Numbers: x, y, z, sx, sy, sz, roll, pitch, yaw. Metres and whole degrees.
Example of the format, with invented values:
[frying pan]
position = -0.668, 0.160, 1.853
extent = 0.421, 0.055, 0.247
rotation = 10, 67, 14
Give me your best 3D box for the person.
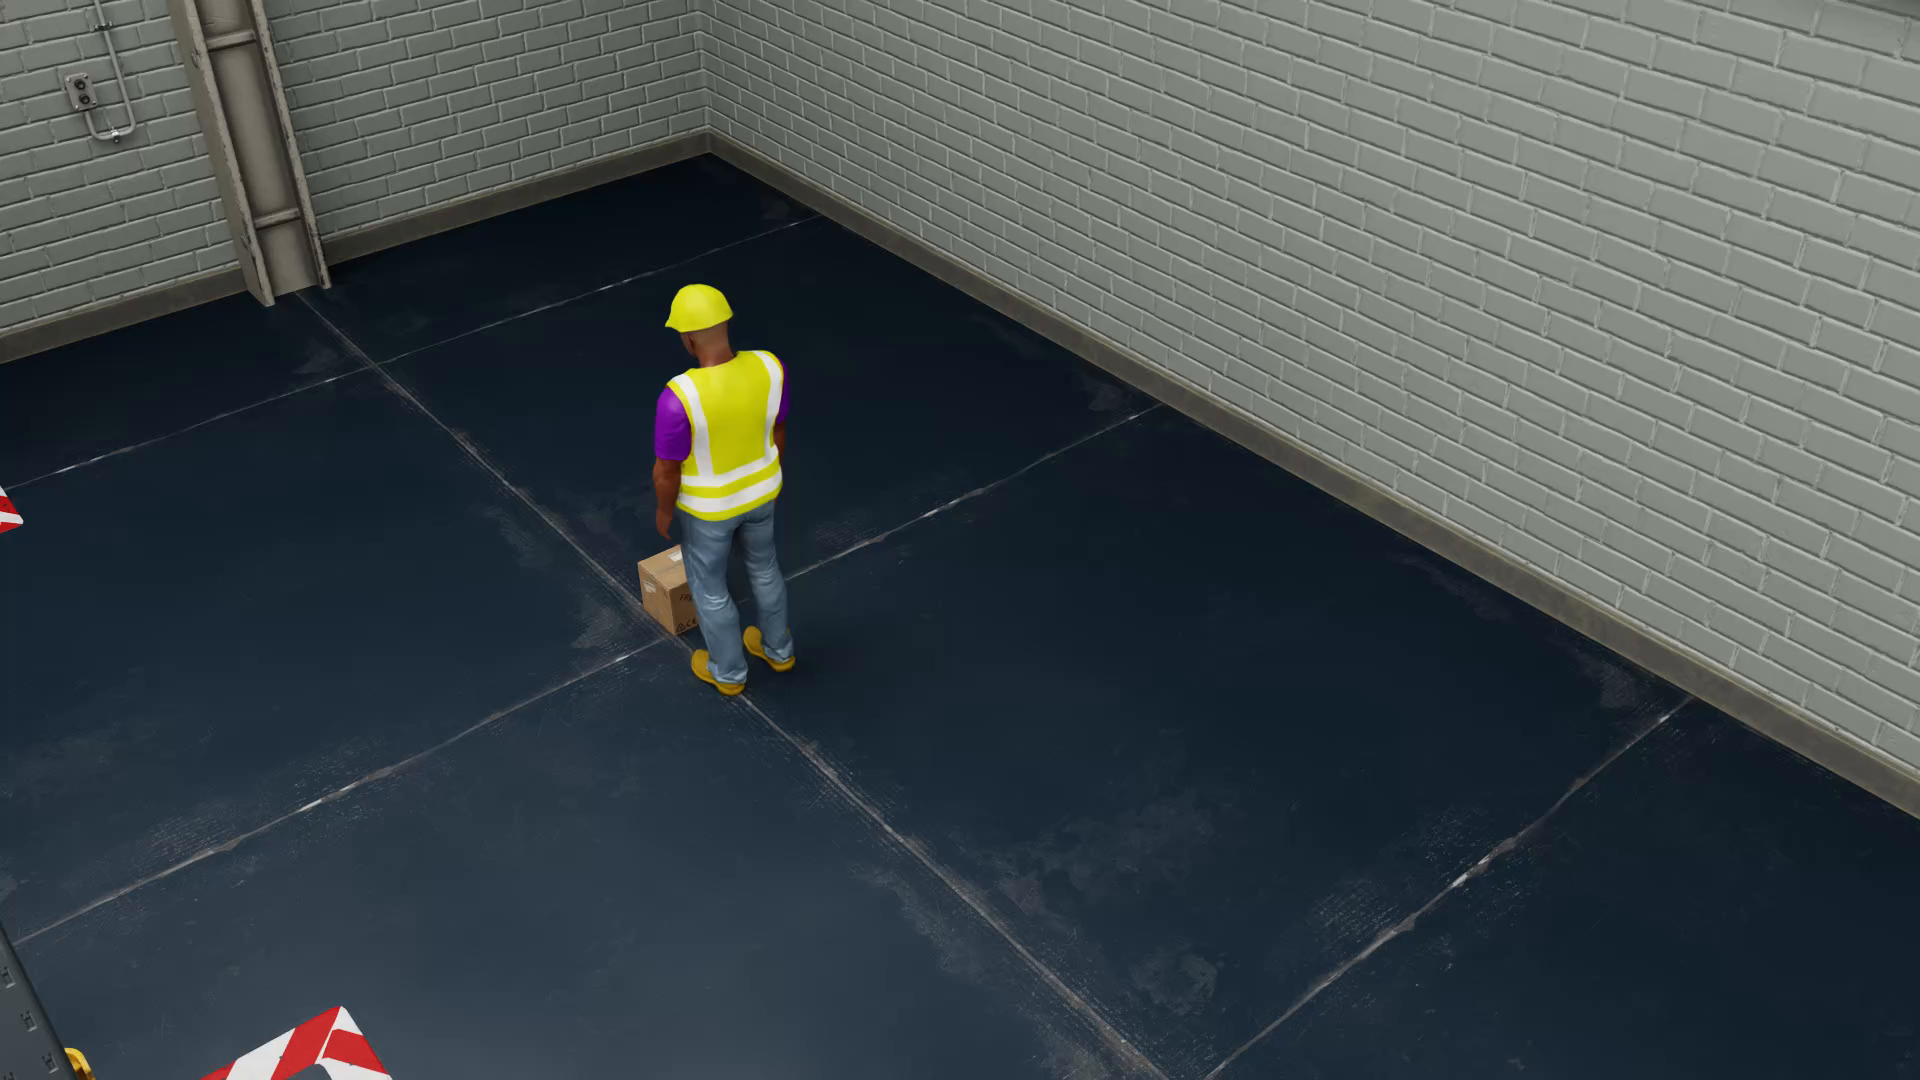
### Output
[person]
position = -0.905, -0.174, 6.374
extent = 0.568, 1.760, 0.368
rotation = -25, 43, -31
